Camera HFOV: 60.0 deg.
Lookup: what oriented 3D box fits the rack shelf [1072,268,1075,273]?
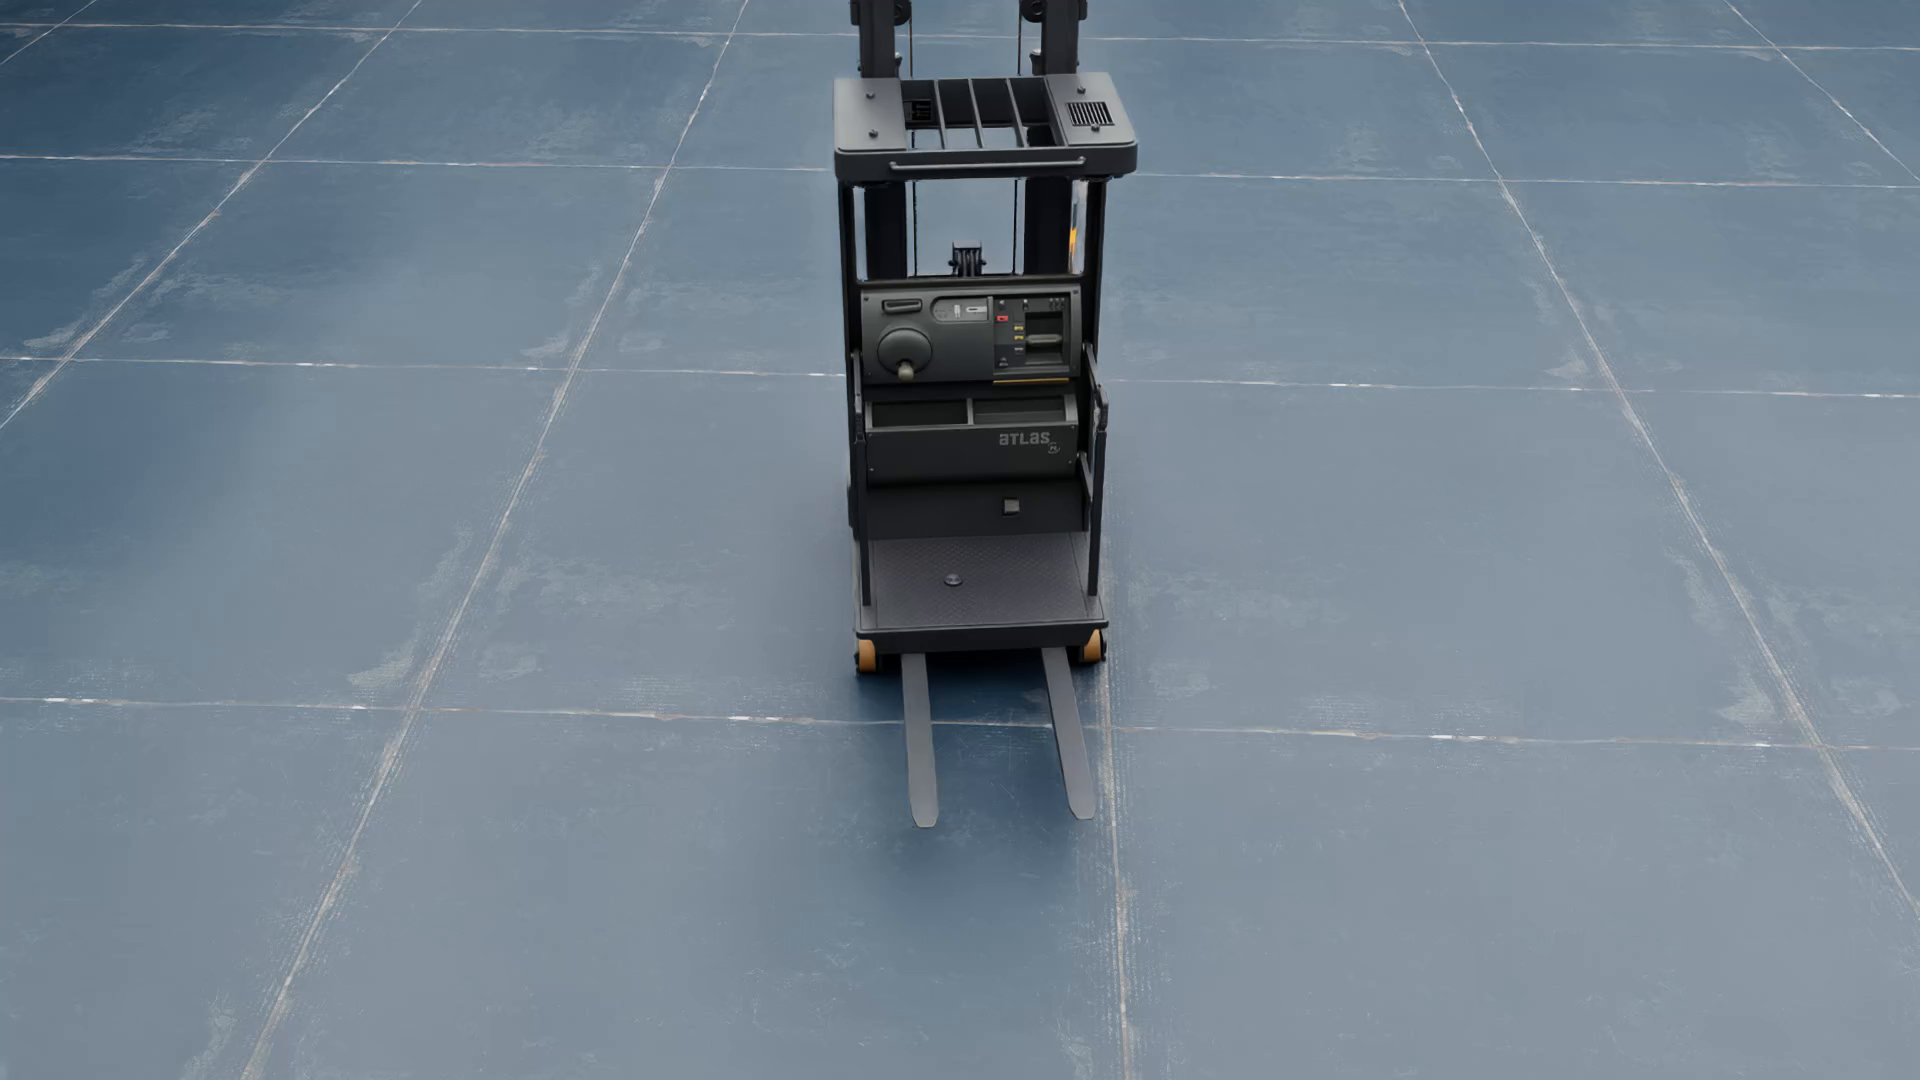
[{"bbox_3d":[0.466,-1.259,8.725,0.258,0.148,0.480,3,35,5],"label":"rack shelf"}]

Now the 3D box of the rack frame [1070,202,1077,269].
[{"bbox_3d":[0.491,-1.270,9.014,0.240,1.200,0.015,3,35,5],"label":"rack frame"}]

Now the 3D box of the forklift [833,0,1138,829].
[{"bbox_3d":[0.066,-0.807,6.849,1.130,2.935,3.031,-2,35,-3],"label":"forklift"}]

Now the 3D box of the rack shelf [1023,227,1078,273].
[{"bbox_3d":[0.466,-1.452,8.589,0.258,0.148,0.480,3,35,5],"label":"rack shelf"}]

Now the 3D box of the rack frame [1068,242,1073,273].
[{"bbox_3d":[0.441,-0.991,8.617,0.240,1.200,0.015,3,35,5],"label":"rack frame"}]

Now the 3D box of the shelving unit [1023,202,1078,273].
[{"bbox_3d":[0.466,-1.131,8.815,0.258,1.200,0.503,3,35,5],"label":"shelving unit"}]
